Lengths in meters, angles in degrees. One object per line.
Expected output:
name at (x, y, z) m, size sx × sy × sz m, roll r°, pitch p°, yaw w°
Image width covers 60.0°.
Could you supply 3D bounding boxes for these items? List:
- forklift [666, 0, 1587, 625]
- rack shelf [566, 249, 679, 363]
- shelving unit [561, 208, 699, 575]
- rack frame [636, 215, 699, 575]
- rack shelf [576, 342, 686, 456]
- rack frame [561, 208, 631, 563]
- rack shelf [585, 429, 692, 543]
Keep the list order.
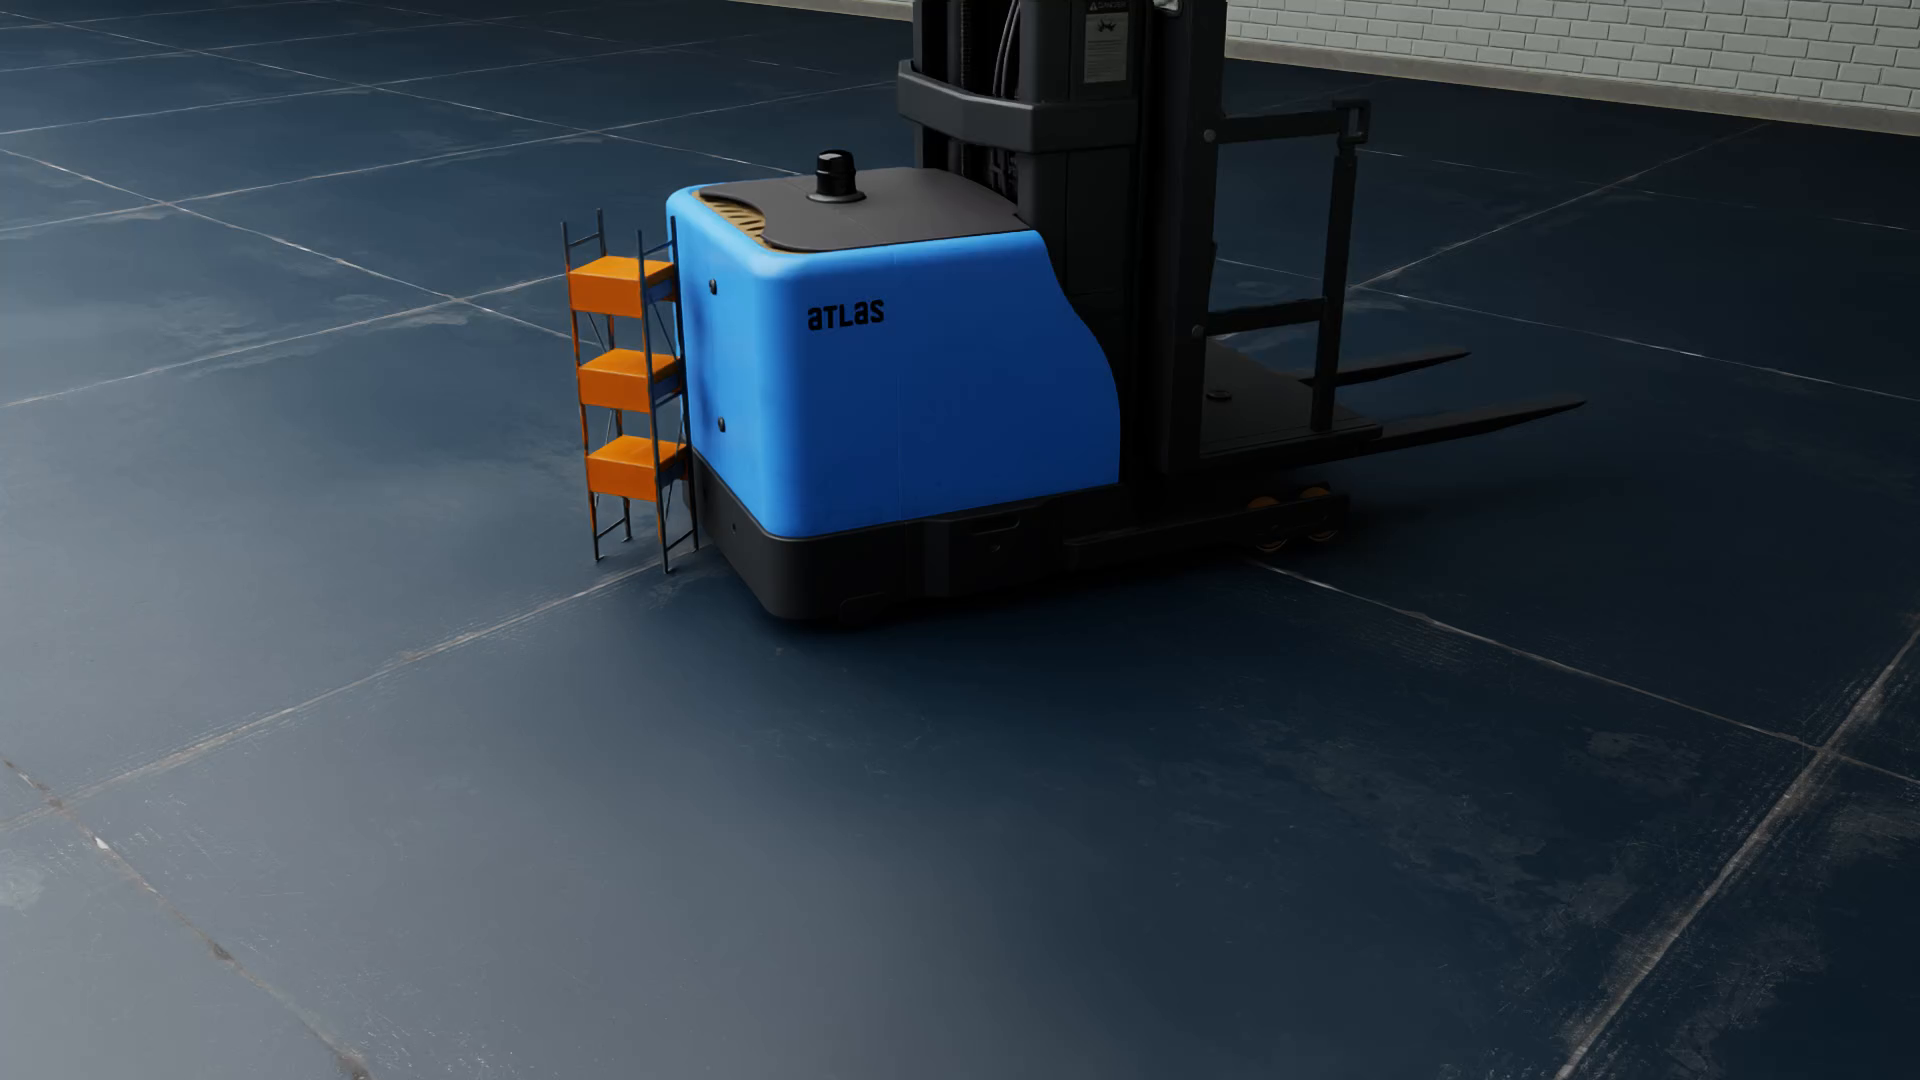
forklift at (0.667, -1.488, 4.985) m, size 3.031 × 2.935 × 1.130 m, roll -10°, pitch 26°, yaw -22°
rack shelf at (-0.967, -0.679, 4.814) m, size 0.240 × 0.259 × 0.215 m, roll 9°, pitch 26°, yaw 20°
shelving unit at (-0.967, -0.430, 4.926) m, size 0.252 × 1.050 × 0.215 m, roll 9°, pitch 26°, yaw 20°
rack frame at (-0.854, -0.412, 4.885) m, size 0.008 × 1.050 × 0.200 m, roll 9°, pitch 26°, yaw 20°
rack shelf at (-0.967, -0.420, 4.930) m, size 0.240 × 0.259 × 0.215 m, roll 9°, pitch 26°, yaw 20°
rack frame at (-1.081, -0.448, 4.967) m, size 0.008 × 1.050 × 0.200 m, roll 9°, pitch 26°, yaw 20°
rack shelf at (-0.967, -0.167, 5.044) m, size 0.240 × 0.259 × 0.215 m, roll 9°, pitch 26°, yaw 20°
